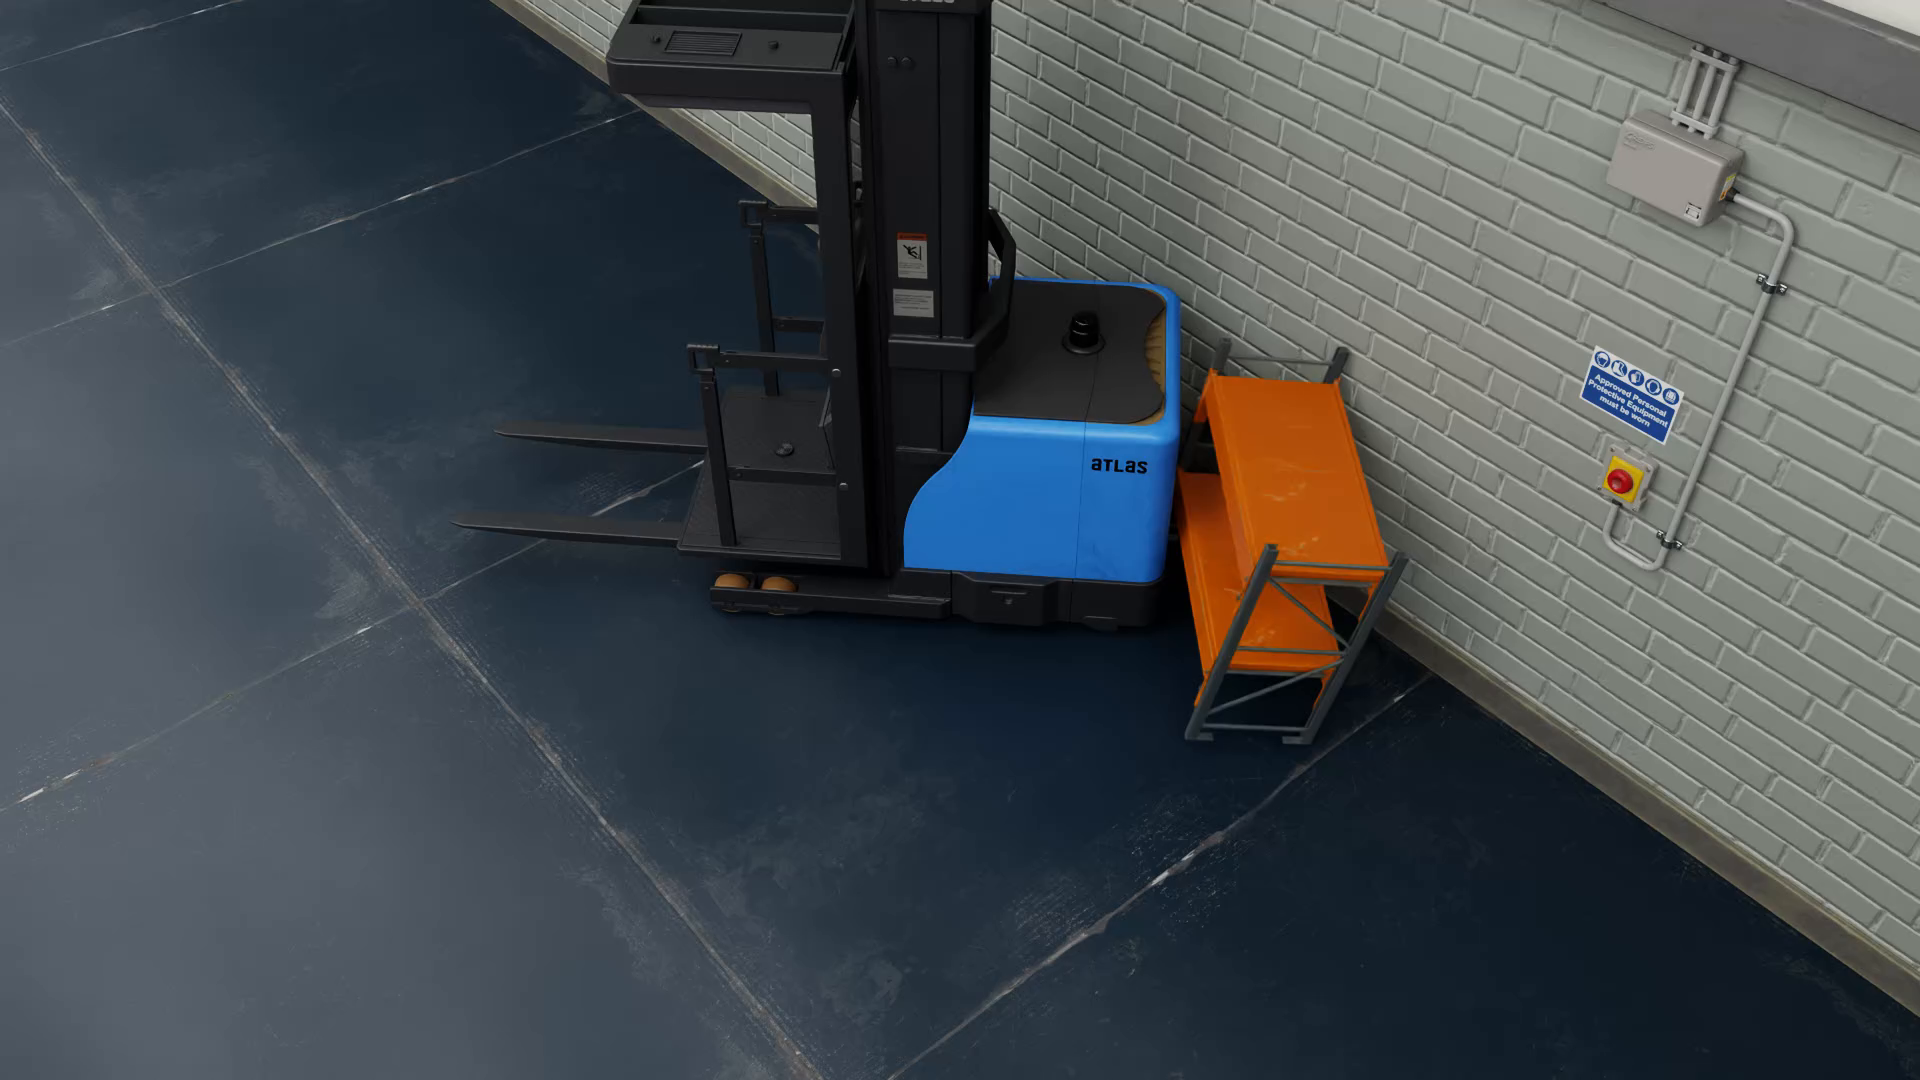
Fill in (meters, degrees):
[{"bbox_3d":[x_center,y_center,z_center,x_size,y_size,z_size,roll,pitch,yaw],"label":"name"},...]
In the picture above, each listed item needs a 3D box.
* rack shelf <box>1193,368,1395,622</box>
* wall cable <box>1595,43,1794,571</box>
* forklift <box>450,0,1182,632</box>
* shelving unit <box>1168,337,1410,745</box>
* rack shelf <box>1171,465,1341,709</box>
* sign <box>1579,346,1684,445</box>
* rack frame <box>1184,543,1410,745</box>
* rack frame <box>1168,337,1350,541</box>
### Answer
[{"bbox_3d":[1.208,-0.173,6.119,0.538,0.278,1.000,3,49,-8],"label":"rack shelf"},{"bbox_3d":[2.167,-0.703,5.096,0.123,1.953,0.585,-30,51,-28],"label":"wall cable"},{"bbox_3d":[-0.628,-1.110,6.344,3.031,2.935,1.130,4,43,4],"label":"forklift"},{"bbox_3d":[1.167,0.018,6.337,0.538,1.125,1.048,3,49,-8],"label":"shelving unit"},{"bbox_3d":[1.132,0.177,6.519,0.538,0.278,1.000,3,49,-8],"label":"rack shelf"},{"bbox_3d":[2.183,-0.472,5.418,0.001,0.218,0.327,-30,51,-28],"label":"sign"},{"bbox_3d":[1.191,0.403,6.006,0.500,1.125,0.032,3,49,-8],"label":"rack frame"},{"bbox_3d":[1.143,-0.367,6.668,0.500,1.125,0.032,3,49,-8],"label":"rack frame"}]
